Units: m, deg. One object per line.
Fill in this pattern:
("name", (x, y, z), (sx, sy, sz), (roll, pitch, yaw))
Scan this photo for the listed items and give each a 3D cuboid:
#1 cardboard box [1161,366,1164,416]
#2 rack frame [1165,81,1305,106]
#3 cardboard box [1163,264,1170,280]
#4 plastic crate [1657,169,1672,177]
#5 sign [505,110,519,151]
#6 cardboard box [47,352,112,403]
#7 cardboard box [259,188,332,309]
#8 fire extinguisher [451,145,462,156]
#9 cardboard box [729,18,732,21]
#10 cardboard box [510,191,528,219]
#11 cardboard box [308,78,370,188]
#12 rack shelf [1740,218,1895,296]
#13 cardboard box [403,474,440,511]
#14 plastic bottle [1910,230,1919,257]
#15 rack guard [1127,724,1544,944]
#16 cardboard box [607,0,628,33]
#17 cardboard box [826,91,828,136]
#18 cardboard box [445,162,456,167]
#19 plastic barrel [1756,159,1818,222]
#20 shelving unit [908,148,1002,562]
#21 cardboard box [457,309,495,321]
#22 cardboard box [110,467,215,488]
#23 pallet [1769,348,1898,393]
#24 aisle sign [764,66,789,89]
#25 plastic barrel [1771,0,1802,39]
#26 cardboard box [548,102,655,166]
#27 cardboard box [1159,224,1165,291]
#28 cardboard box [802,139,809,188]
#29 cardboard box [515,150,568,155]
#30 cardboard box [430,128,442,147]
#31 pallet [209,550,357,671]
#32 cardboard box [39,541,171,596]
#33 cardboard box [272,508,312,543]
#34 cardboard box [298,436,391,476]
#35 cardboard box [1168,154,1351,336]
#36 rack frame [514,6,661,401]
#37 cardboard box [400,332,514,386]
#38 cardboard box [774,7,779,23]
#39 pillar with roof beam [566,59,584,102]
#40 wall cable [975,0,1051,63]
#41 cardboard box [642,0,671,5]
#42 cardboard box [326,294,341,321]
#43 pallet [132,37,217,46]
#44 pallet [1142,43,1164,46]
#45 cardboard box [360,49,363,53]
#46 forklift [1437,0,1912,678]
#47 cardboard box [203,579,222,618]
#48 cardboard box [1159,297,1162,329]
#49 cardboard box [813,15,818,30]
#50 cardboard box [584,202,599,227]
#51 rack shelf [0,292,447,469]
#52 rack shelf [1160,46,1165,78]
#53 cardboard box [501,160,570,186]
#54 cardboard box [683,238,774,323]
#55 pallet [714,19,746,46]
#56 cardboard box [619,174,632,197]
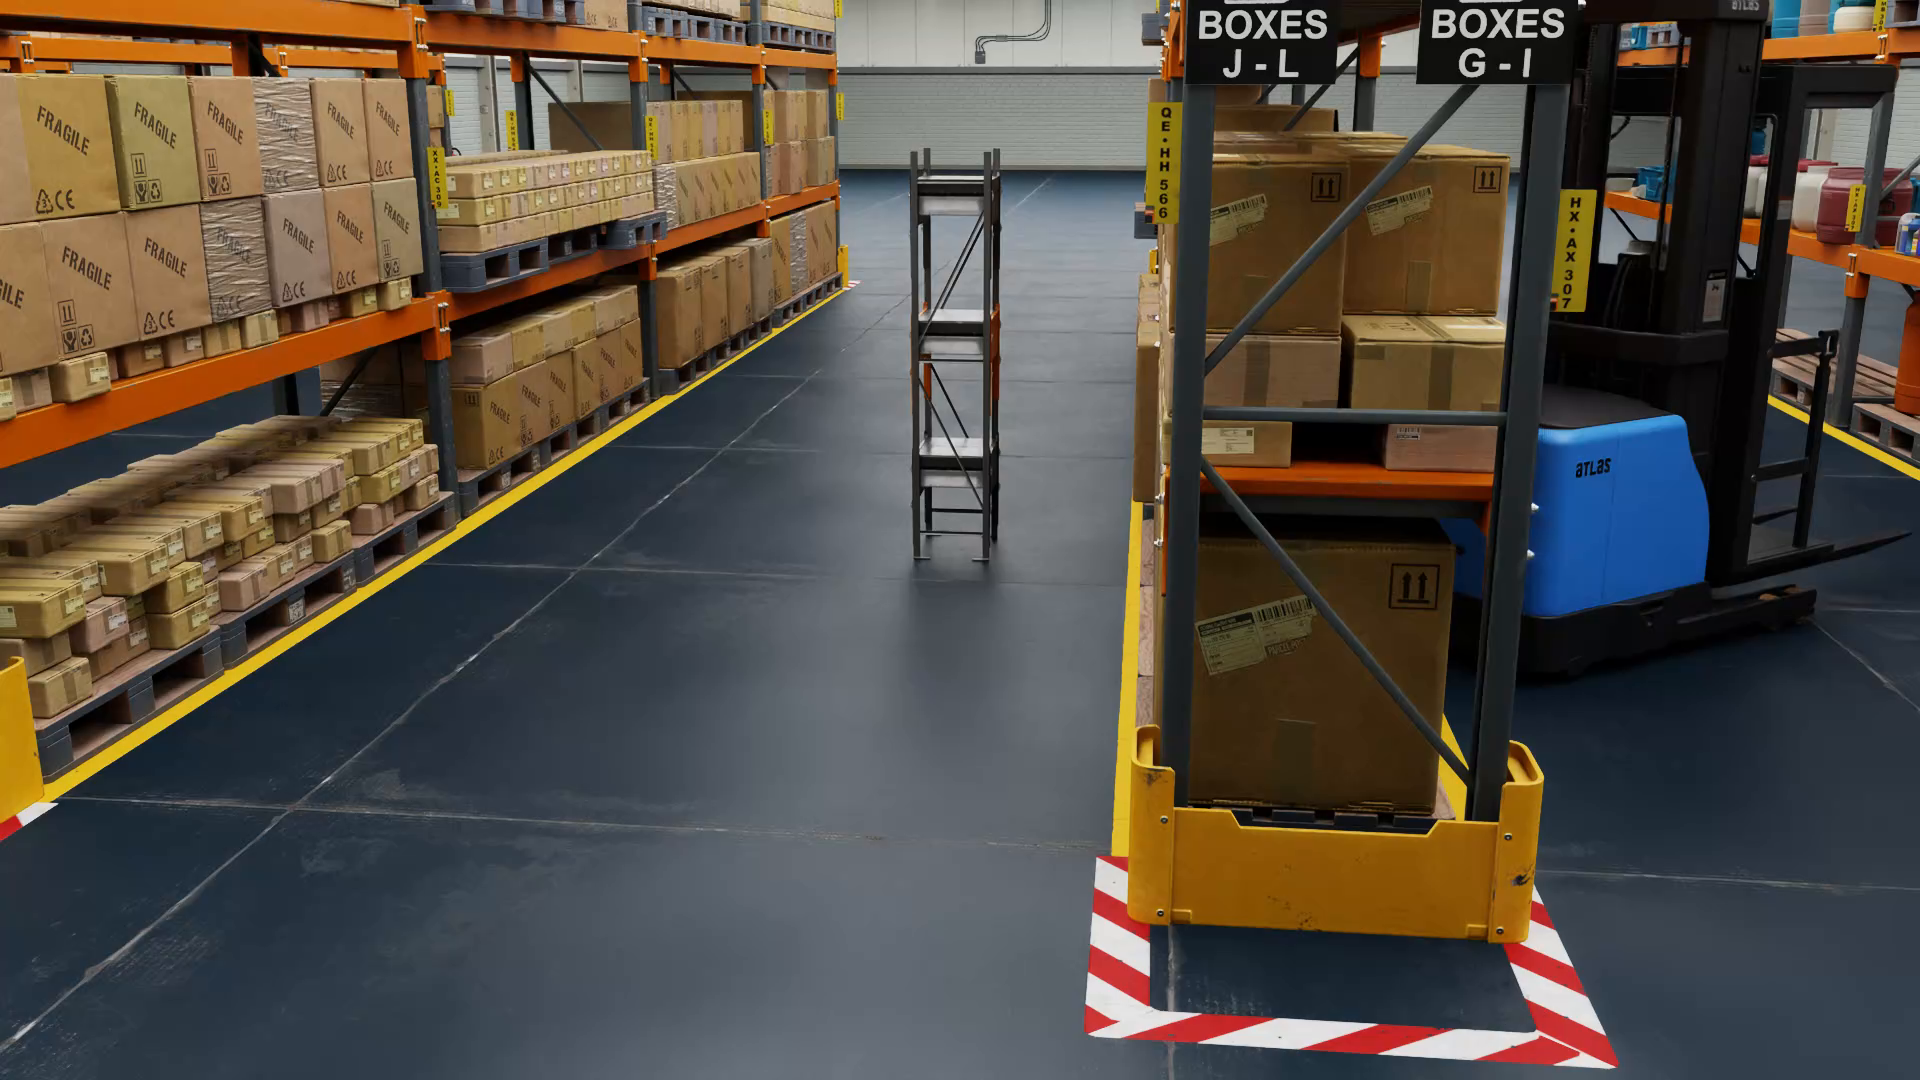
("cardboard box", (0.900, -0.520, 5.819), (0.380, 0.149, 0.250), (2, 15, 7))
("rack frame", (2.003, -2.416, 12.351), (1.000, 3.000, 0.127), (2, 15, 6))
("cardboard box", (1.061, -0.945, 6.627), (0.500, 0.250, 0.500), (2, 15, 6))
("plastic crate", (7.989, -3.967, 18.370), (0.499, 0.251, 0.408), (2, 15, 6))
("sign", (-3.466, -3.163, 12.895), (0.100, 0.325, 0.005), (2, 15, 6))
("cardboard box", (-3.383, -0.602, 6.124), (0.380, 0.149, 0.250), (1, 15, 5))
("cardboard box", (-3.256, -1.346, 7.630), (0.500, 0.500, 0.500), (2, 15, 6))
("fire extinguisher", (-6.470, -4.762, 21.174), (0.296, 0.674, 0.183), (2, 15, 6))
("cardboard box", (-2.625, -5.571, 17.757), (0.380, 0.149, 0.250), (2, 15, 7))
("cardboard box", (-2.808, -1.999, 9.915), (0.380, 0.149, 0.250), (2, 15, 8))
("cardboard box", (-3.202, -1.962, 7.993), (0.500, 0.500, 0.500), (1, 15, 4))
("rack shelf", (7.150, -2.442, 13.824), (1.077, 0.370, 4.000), (2, 15, 6))
("cardboard box", (-3.071, -0.266, 9.056), (0.380, 0.149, 0.250), (2, 15, 7))
("plastic bottle", (6.503, -2.017, 11.256), (0.097, 0.201, 0.097), (0, 15, 0))
("rack guard", (1.098, 0.872, 4.981), (1.175, 0.500, 0.348), (2, 15, 6))
("cardboard box", (-2.726, -3.929, 12.009), (0.500, 0.500, 0.500), (2, 15, 6))
("cardboard box", (-2.091, -5.162, 20.150), (0.875, 0.550, 0.550), (2, 15, 6))
("cardboard box", (-3.393, -2.298, 10.451), (0.380, 0.149, 0.250), (1, 15, 4))
("plastic barrel", (6.967, -2.941, 14.033), (0.433, 0.535, 0.433), (0, 15, 0))
("shelving unit", (-0.019, -0.971, 8.729), (0.431, 2.100, 0.503), (2, 15, 6))
("cardboard box", (-3.415, -1.380, 11.068), (0.500, 0.250, 0.500), (1, 15, 4))
("cardboard box", (-3.745, -0.240, 7.820), (0.380, 0.149, 0.250), (1, 15, 4))
("pallet", (7.191, -1.440, 14.082), (1.003, 0.211, 1.213), (2, 15, 6))
("aisle sign", (-2.301, -5.946, 20.423), (0.394, 0.787, 0.004), (2, 15, 6))
("plastic barrel", (7.534, -4.860, 14.680), (0.600, 0.901, 0.708), (2, 15, 6))
("cardboard box", (-2.853, -3.236, 13.275), (0.700, 0.500, 0.500), (2, 15, 6))
("cardboard box", (1.333, -1.556, 8.980), (0.500, 0.500, 0.500), (2, 15, 6))
("cardboard box", (-2.236, -4.353, 19.228), (0.875, 0.550, 0.550), (2, 15, 6))
("cardboard box", (-3.159, -2.842, 12.463), (0.380, 0.149, 0.250), (2, 15, 6))
("cardboard box", (-6.728, -4.826, 20.502), (0.500, 0.500, 0.500), (1, 15, 5))
("pallet", (-3.541, 0.288, 7.694), (1.003, 0.211, 1.213), (2, 15, 6))
("cardboard box", (-3.352, 0.110, 6.526), (0.380, 0.149, 0.250), (2, 15, 6))
("cardboard box", (-3.301, -0.092, 7.843), (0.380, 0.149, 0.250), (1, 15, 4))
("cardboard box", (-3.157, -0.433, 8.533), (0.380, 0.149, 0.250), (2, 15, 6))
("cardboard box", (0.894, -0.909, 5.057), (0.500, 0.500, 0.500), (2, 15, 7))
("rack frame", (-2.914, -2.589, 12.989), (1.000, 3.000, 0.127), (2, 15, 6))
("cardboard box", (-3.019, -1.093, 10.005), (0.500, 0.250, 0.500), (1, 15, 4))
("cardboard box", (-2.056, -5.355, 16.959), (0.380, 0.149, 0.250), (2, 15, 6))
("pillar with roof beam", (-5.862, -13.768, 42.840), (9.100, 9.000, 0.400), (2, 15, 6))
("wall cable", (1.615, -17.534, 50.252), (2.305, 6.003, 0.169), (2, 15, 6))
("cardboard box", (-2.613, -4.426, 13.211), (0.500, 0.311, 0.500), (2, 15, 6))
("cardboard box", (-3.272, -1.146, 8.137), (0.380, 0.149, 0.250), (1, 15, 5))
("pallet", (-7.682, -4.677, 15.325), (1.213, 0.211, 1.003), (2, 15, 6))
("pallet", (2.279, -4.654, 15.240), (1.213, 0.211, 1.003), (2, 15, 6))
("cardboard box", (-6.938, -5.547, 18.663), (0.380, 0.149, 0.250), (2, 15, 7))
("forklift", (3.385, -1.109, 7.647), (3.031, 2.935, 1.130), (-9, 18, -30))
("cardboard box", (-3.398, 0.266, 7.087), (0.380, 0.149, 0.250), (2, 15, 6))
("cardboard box", (1.129, -1.054, 7.795), (0.380, 0.149, 0.250), (2, 15, 8))
("cardboard box", (-1.827, -5.881, 18.903), (0.380, 0.149, 0.250), (1, 15, 5))
("cardboard box", (-2.663, -2.196, 11.214), (0.380, 0.149, 0.250), (2, 15, 8))
("rack shelf", (-3.591, -0.685, 7.327), (1.077, 0.370, 4.000), (2, 15, 6))
("rack shelf", (2.229, -4.036, 13.972), (1.077, 0.370, 4.000), (2, 15, 6))
("cardboard box", (-2.719, -2.344, 10.620), (0.380, 0.149, 0.250), (2, 15, 8))
("cardboard box", (-2.443, -2.579, 16.459), (1.050, 0.750, 0.750), (2, 15, 6))
("pallet", (-2.517, -4.742, 15.574), (0.805, 0.209, 1.217), (1, 15, 4))
("cardboard box", (-2.573, -2.534, 11.895), (0.380, 0.149, 0.250), (2, 15, 8))
